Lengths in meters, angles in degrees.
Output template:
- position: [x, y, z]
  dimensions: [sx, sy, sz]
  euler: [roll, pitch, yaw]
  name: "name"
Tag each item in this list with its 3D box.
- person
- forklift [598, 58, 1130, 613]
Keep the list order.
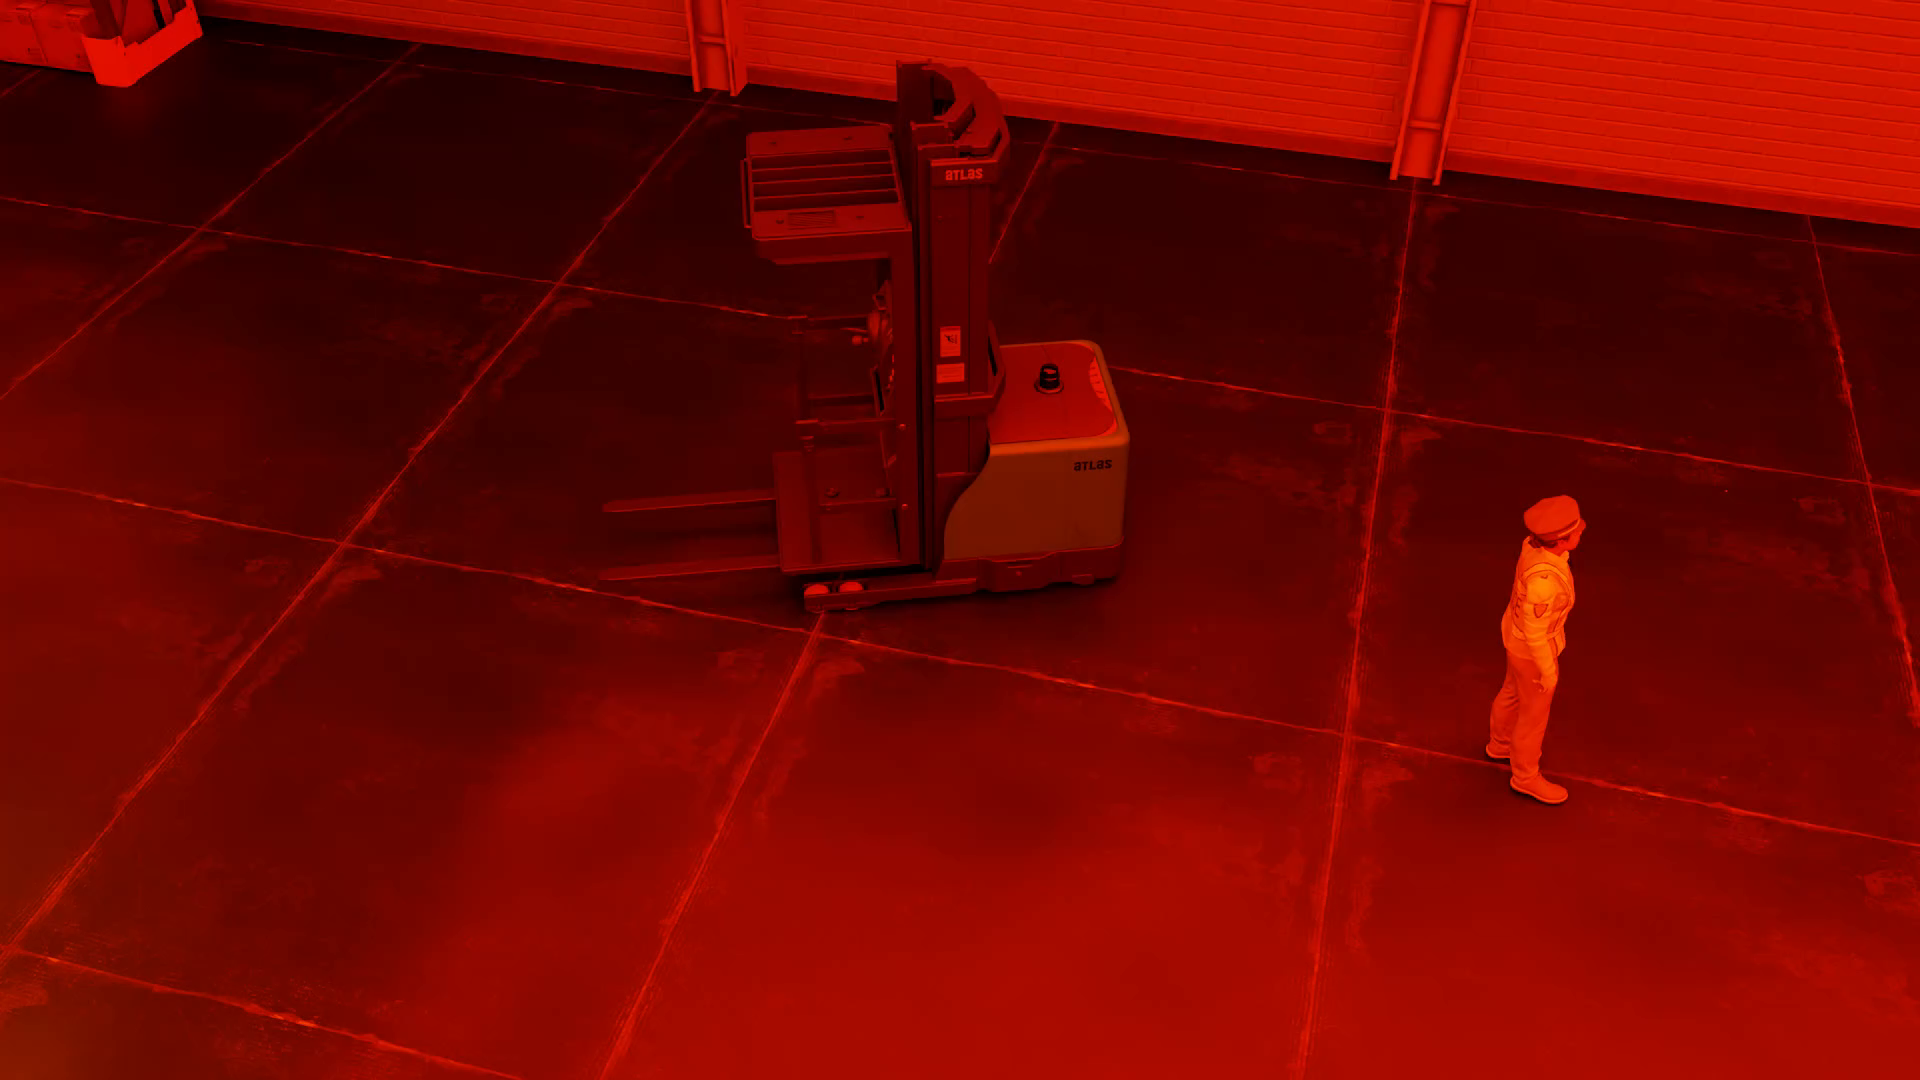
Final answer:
- position: [2.902, 0.508, 8.209]
  dimensions: [0.530, 1.693, 0.587]
  euler: [7, 42, 8]
  name: "person"
- position: [-0.604, -1.052, 9.062]
  dimensions: [3.031, 2.935, 1.130]
  euler: [-5, 41, -5]
  name: "forklift"
